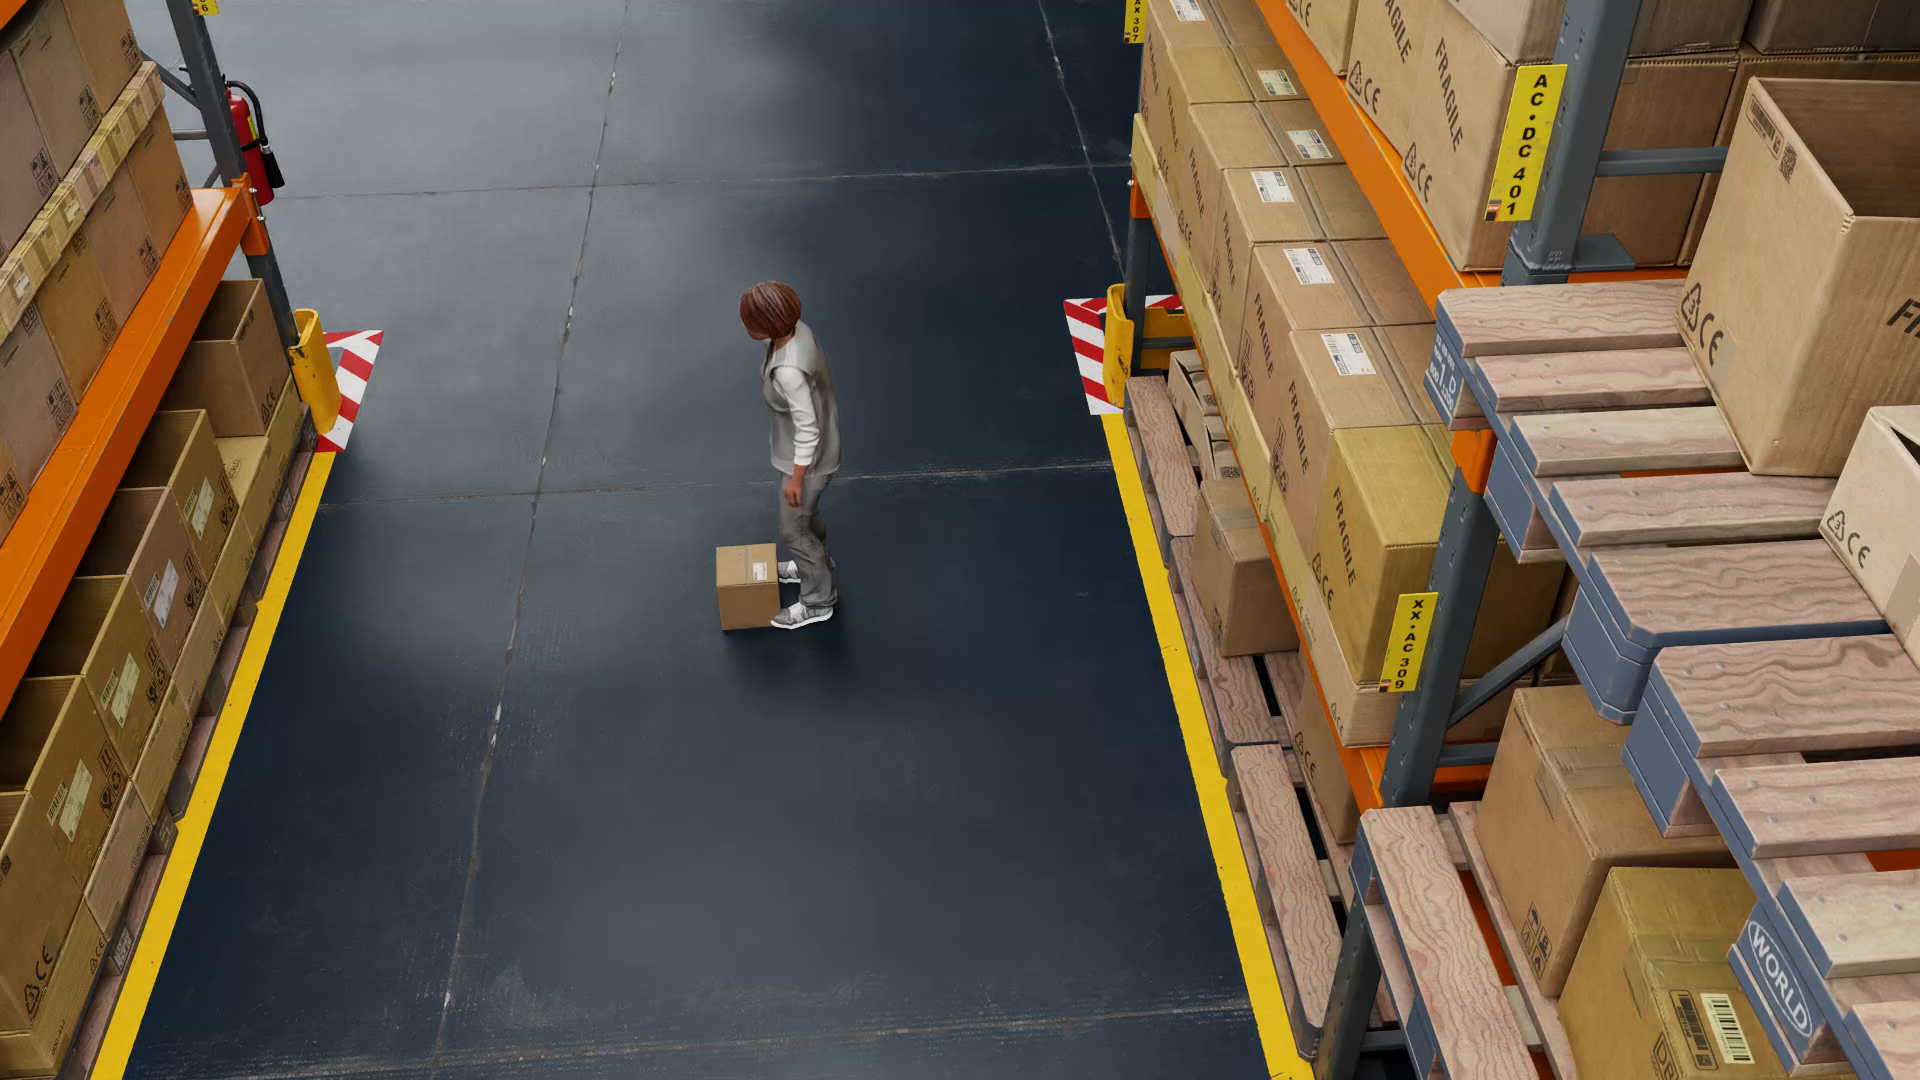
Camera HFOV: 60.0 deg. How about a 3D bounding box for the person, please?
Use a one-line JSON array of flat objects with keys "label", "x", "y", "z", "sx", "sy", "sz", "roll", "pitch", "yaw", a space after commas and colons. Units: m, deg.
[{"label": "person", "x": -0.643, "y": -0.334, "z": 6.575, "sx": 0.340, "sy": 1.582, "sz": 0.484, "roll": -5, "pitch": 40, "yaw": -6}]
